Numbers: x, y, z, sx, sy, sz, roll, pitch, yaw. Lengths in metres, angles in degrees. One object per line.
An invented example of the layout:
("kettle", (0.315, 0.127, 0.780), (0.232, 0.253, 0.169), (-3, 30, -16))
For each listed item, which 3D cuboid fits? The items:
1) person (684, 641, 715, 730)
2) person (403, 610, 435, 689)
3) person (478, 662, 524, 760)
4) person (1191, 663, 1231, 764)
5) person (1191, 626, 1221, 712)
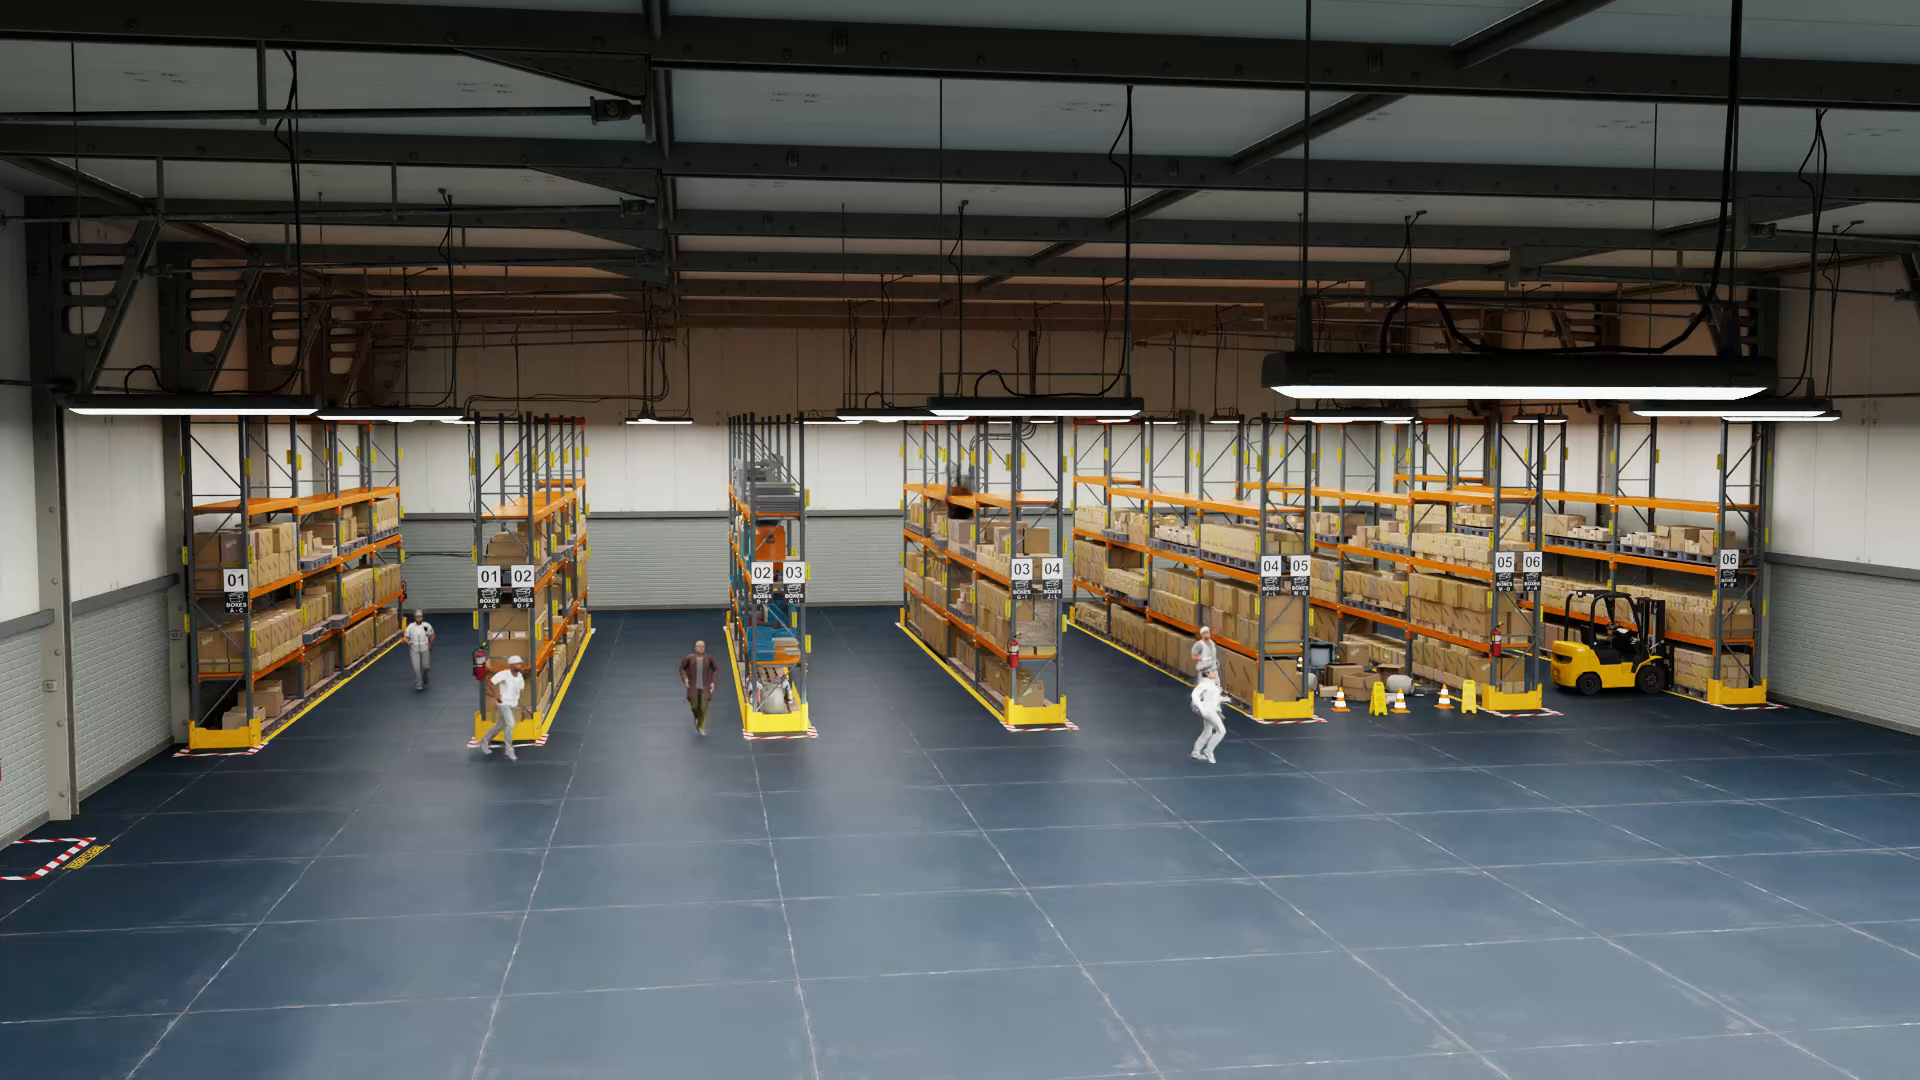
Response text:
("person", (-4.857, 2.719, 31.005), (0.704, 1.671, 0.511), (-1, 4, -9))
("person", (-11.800, 2.385, 36.303), (0.659, 1.732, 0.622), (-1, 4, -19))
("person", (-7.910, 2.912, 28.975), (0.860, 1.738, 0.704), (1, 4, 21))
("person", (4.268, 2.951, 28.342), (0.685, 1.706, 0.579), (1, 4, 19))
("person", (4.561, 2.684, 30.643), (3.480, 1.692, 3.990), (-3, 5, -33))
